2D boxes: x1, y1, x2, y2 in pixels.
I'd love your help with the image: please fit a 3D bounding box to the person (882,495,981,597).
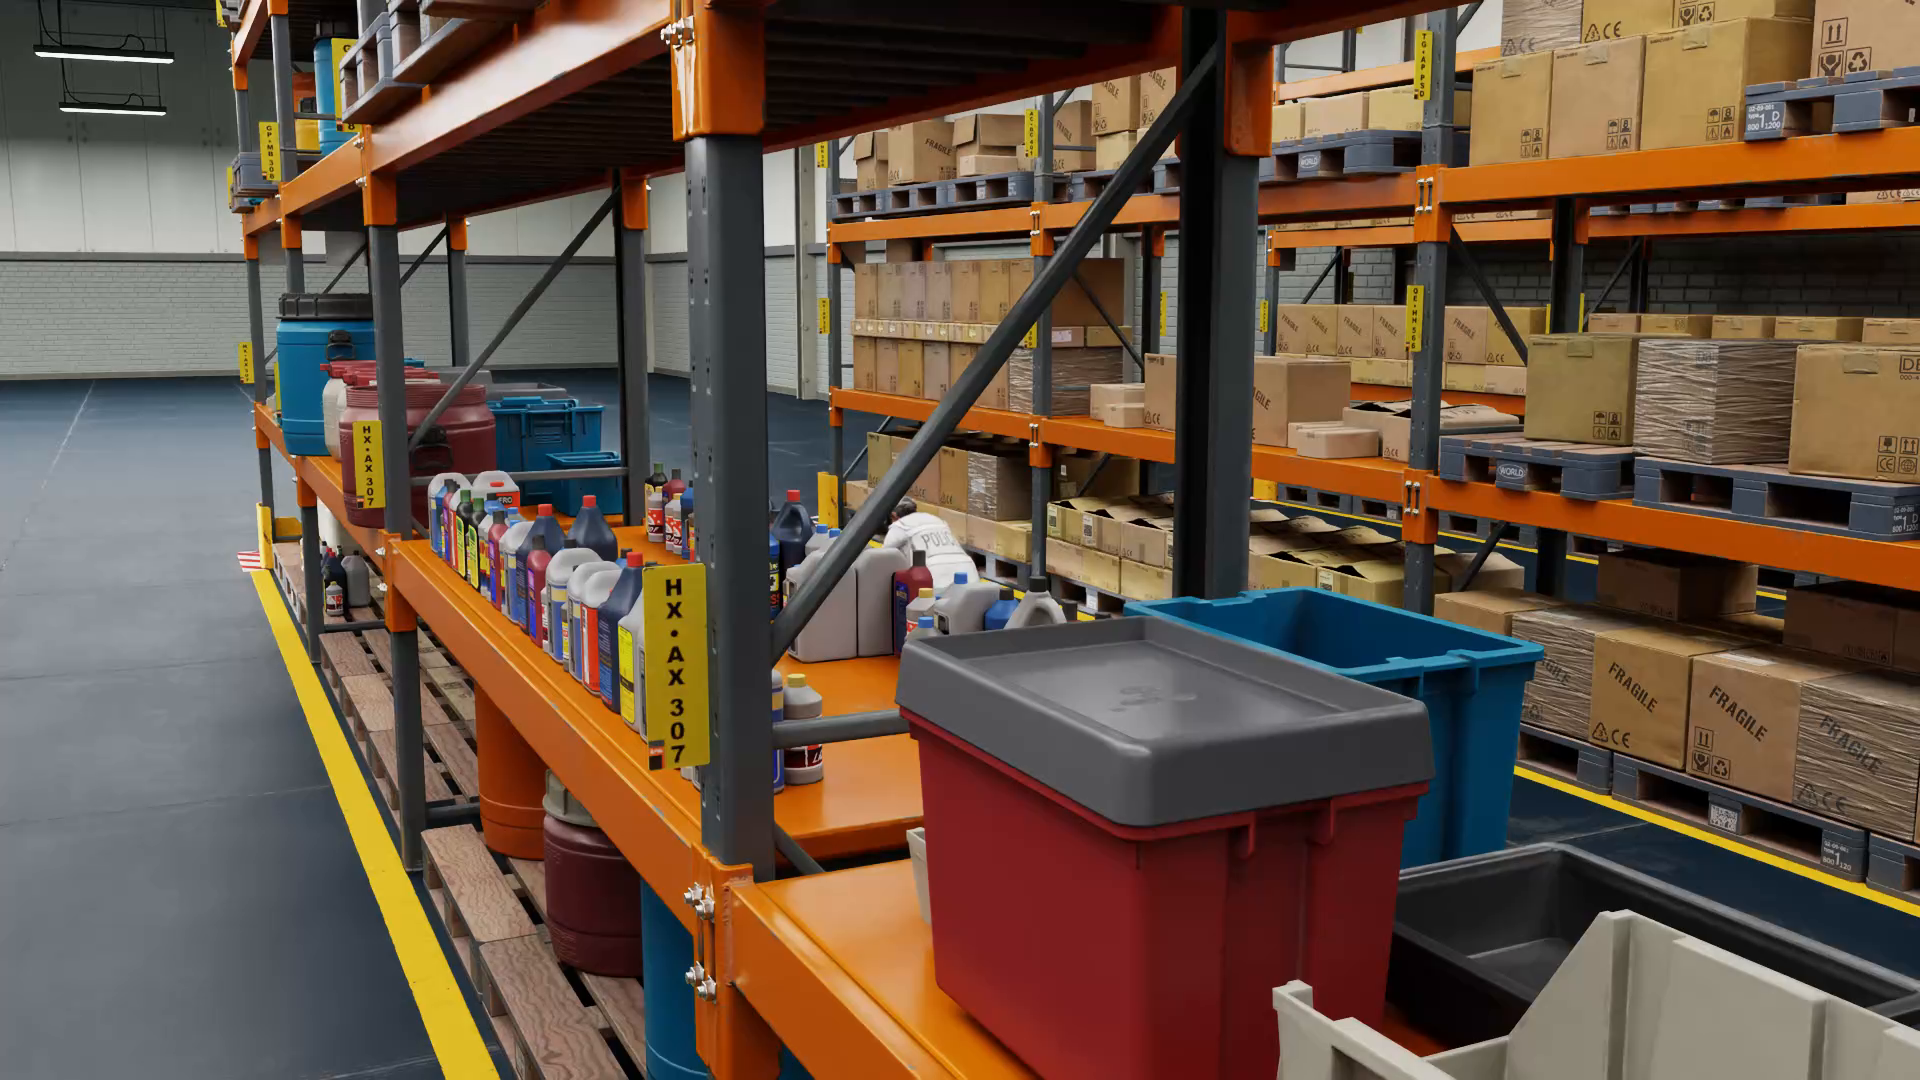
[{"bbox_3d":[-0.212,0.207,10.464,0.528,0.934,0.845,-4,10,-26],"label":"person"}]
